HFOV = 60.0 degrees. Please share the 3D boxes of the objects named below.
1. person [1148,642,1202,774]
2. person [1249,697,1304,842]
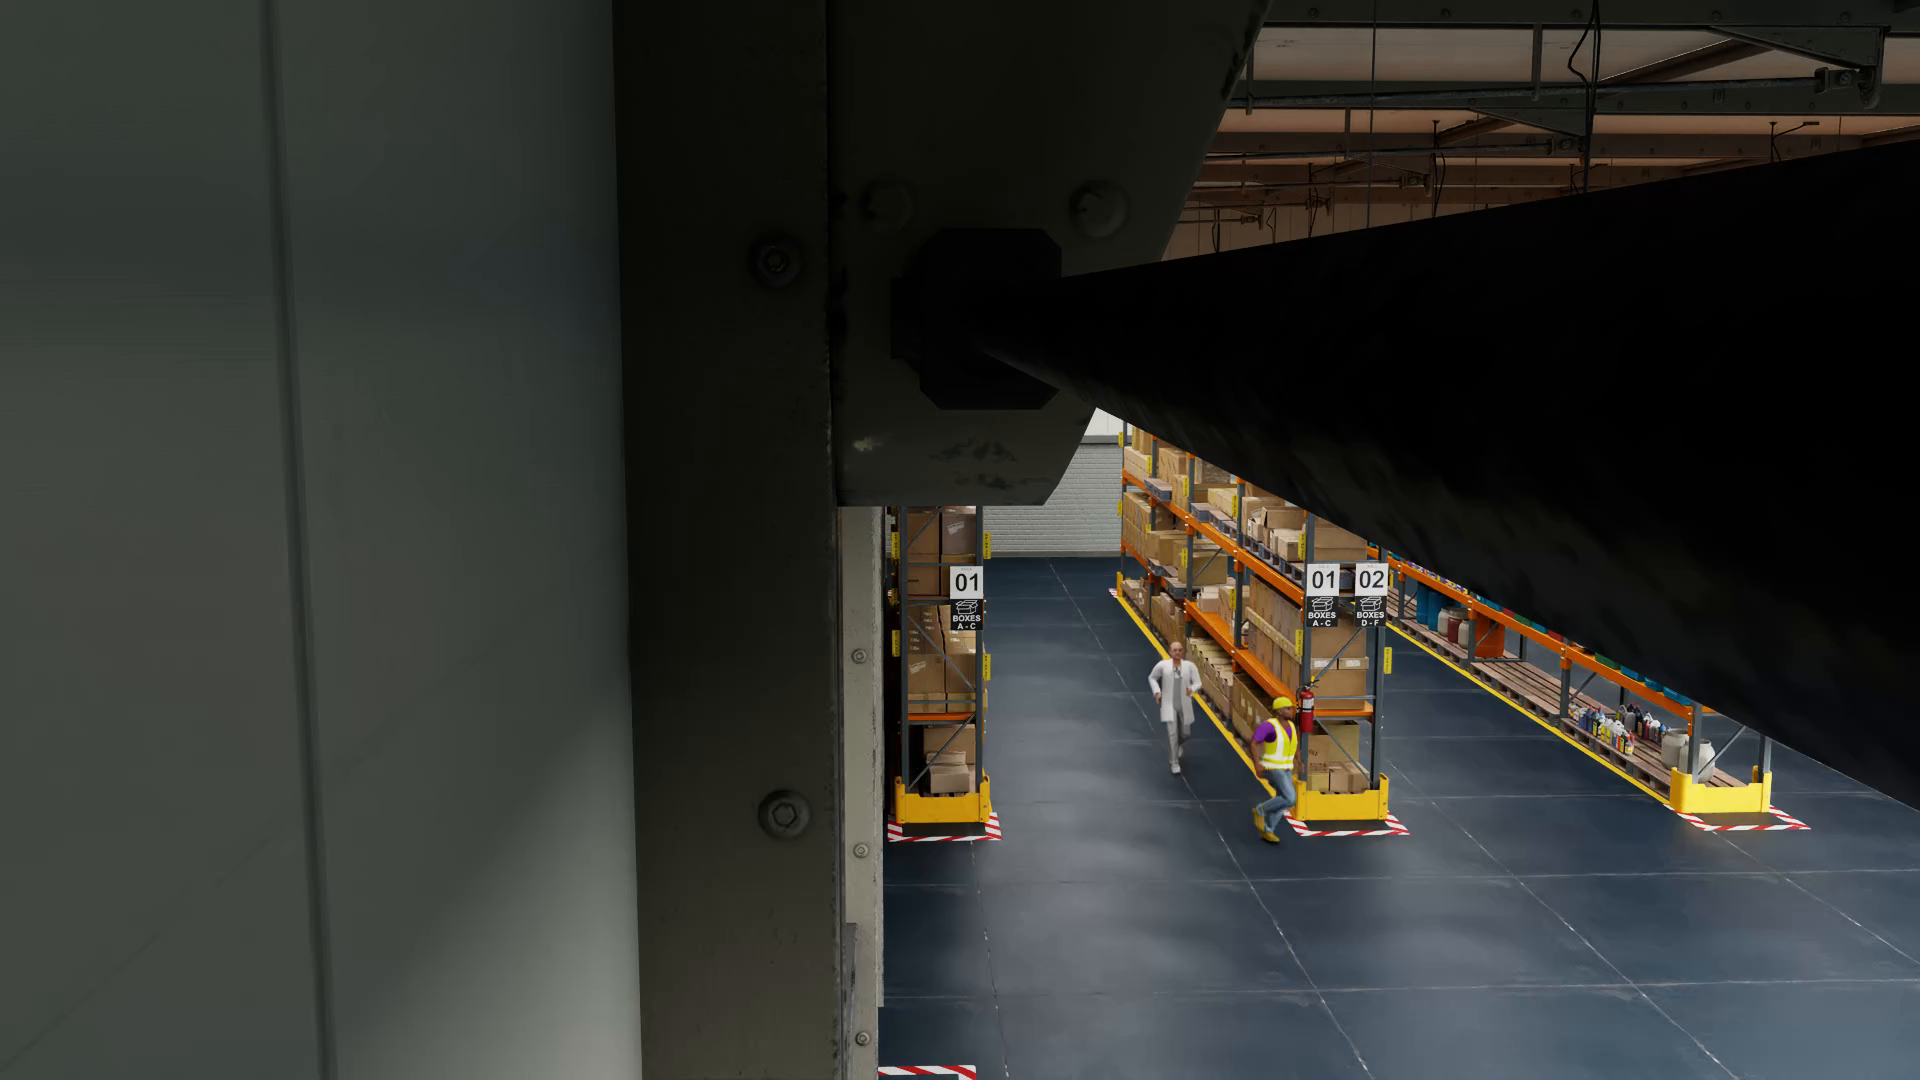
[{"bbox_3d":[2.954,2.374,22.821,0.720,1.539,0.850,0,8,-1],"label":"person"},{"bbox_3d":[3.840,2.723,19.812,0.746,1.693,0.540,-8,11,-43],"label":"person"}]
